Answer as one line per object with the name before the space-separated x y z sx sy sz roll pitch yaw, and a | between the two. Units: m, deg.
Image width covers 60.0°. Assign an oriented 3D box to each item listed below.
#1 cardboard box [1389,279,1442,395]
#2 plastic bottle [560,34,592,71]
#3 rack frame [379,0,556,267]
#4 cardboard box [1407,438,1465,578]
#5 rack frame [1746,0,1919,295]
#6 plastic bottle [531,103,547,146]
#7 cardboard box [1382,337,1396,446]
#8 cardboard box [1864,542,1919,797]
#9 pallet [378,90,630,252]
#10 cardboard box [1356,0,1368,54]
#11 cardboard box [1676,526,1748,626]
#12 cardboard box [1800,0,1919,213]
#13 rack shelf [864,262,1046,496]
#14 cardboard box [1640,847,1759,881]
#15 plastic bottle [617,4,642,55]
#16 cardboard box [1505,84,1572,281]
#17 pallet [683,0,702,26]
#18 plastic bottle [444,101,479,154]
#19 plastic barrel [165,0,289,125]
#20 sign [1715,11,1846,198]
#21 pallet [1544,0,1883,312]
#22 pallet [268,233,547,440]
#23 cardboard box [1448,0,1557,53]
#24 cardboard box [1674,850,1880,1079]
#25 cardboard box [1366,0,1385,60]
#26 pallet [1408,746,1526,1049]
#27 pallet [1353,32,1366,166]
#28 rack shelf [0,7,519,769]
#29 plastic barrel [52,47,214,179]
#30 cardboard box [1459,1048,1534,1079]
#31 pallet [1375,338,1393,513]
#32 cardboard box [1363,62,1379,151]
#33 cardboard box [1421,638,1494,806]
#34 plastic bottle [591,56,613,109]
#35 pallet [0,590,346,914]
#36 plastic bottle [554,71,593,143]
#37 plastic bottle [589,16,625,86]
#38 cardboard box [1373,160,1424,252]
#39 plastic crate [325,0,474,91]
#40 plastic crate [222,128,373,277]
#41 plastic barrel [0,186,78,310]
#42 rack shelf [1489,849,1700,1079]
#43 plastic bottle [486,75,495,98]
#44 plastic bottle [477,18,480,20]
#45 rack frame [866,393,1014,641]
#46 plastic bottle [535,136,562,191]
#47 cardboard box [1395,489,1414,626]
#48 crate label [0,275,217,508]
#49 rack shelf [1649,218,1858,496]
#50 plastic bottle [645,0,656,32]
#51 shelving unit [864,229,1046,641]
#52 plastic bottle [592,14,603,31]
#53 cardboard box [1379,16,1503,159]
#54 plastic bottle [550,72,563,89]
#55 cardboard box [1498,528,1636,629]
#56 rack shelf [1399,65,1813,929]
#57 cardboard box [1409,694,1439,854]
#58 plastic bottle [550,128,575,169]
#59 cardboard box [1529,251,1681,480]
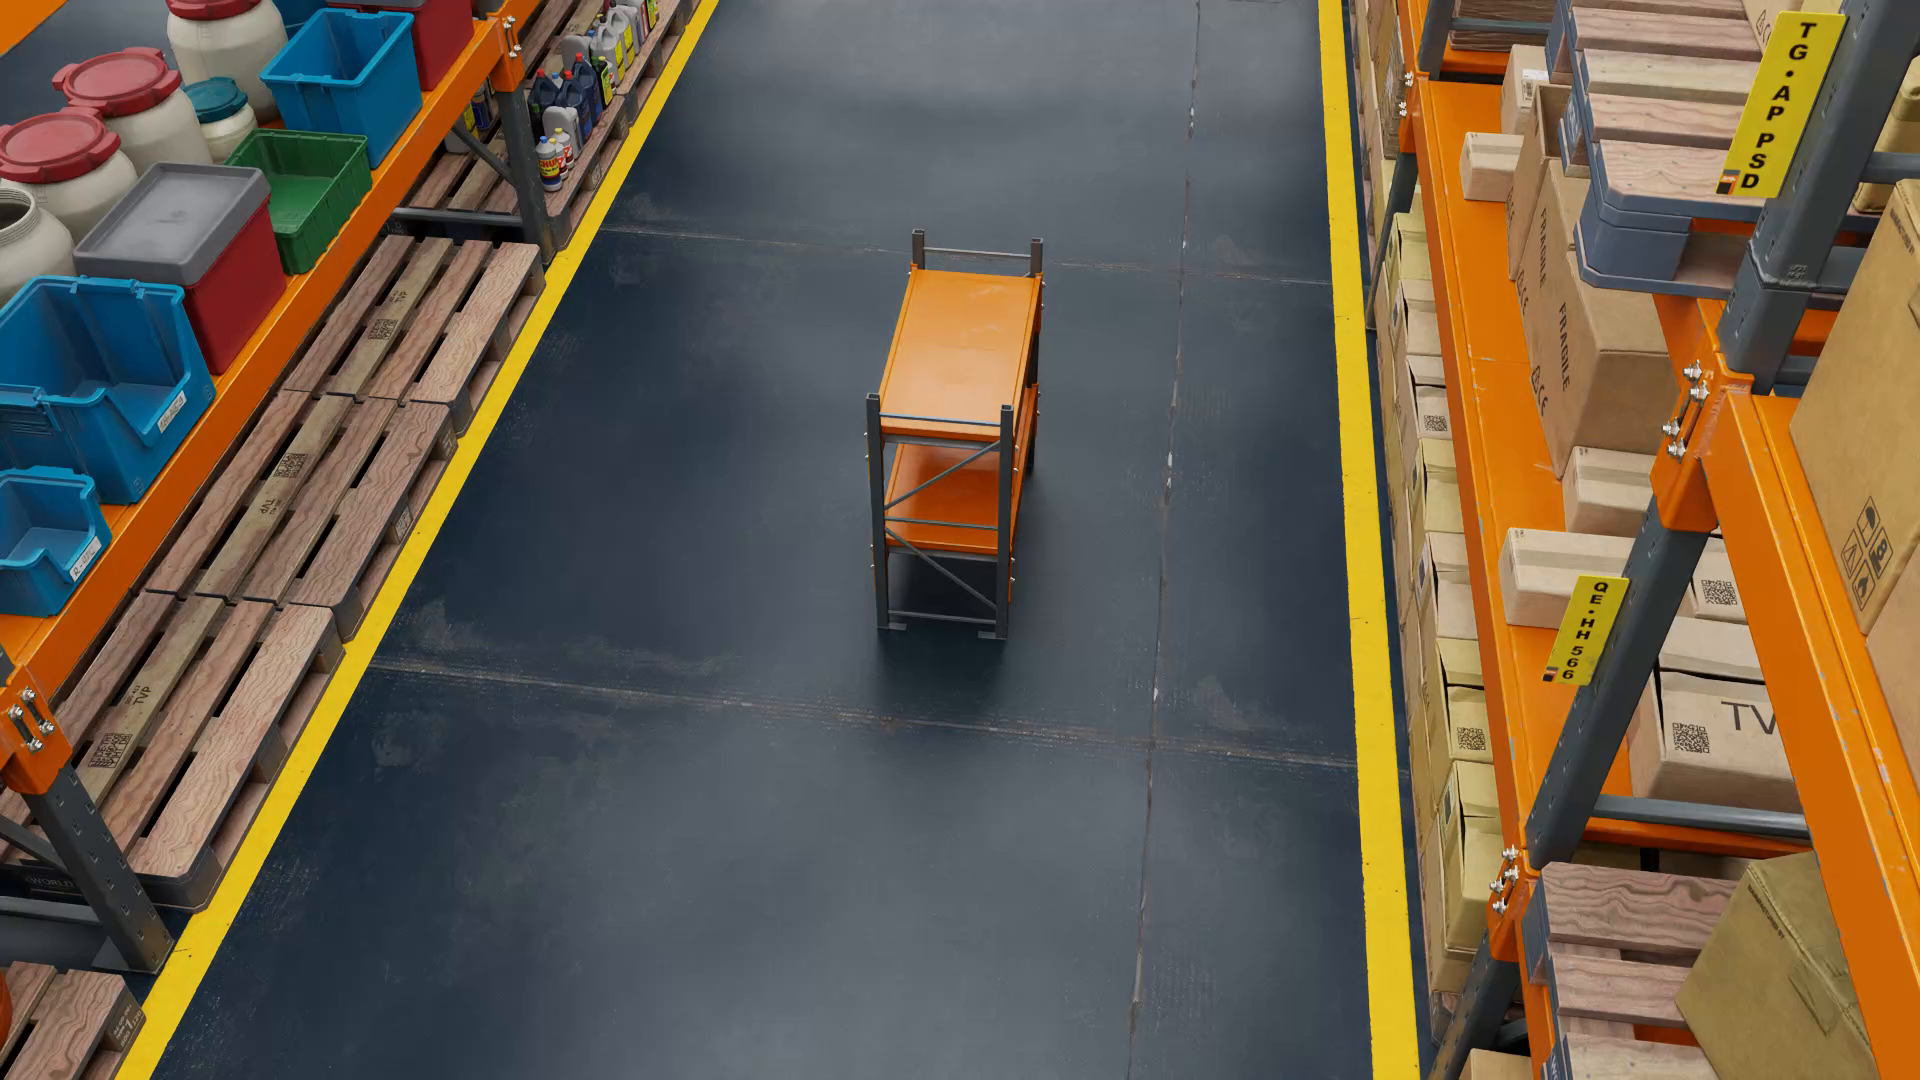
cardboard box | 2.028 -0.821 6.722 0.500 0.311 0.500 5 44 5
plastic bottle | -2.059 -2.614 8.990 0.152 0.276 0.135 5 44 6
rack frame | -2.508 -2.516 7.226 1.000 3.000 0.127 5 44 6
cardboard box | 1.898 -0.114 5.976 0.500 0.311 0.500 6 44 7
rack frame | 1.872 -1.516 1.806 1.000 3.000 0.127 5 44 6
plastic bottle | -2.122 -2.099 8.441 0.061 0.283 0.133 5 44 6
cardboard box | 2.033 -0.617 6.914 0.500 0.250 0.500 6 44 7
cardboard box | 1.781 0.185 2.118 0.910 0.500 0.500 5 44 6
pallet | -2.378 -1.958 8.664 1.003 0.211 1.213 5 44 6
cardboard box | 2.510 -2.916 9.343 0.500 0.250 0.500 5 44 6
cardboard box | 2.183 0.103 4.524 0.500 0.311 0.500 5 44 5
cardboard box | 1.877 -0.839 3.076 0.500 0.250 0.500 2 43 2
rack shelf | -0.001 -0.616 6.157 0.538 0.278 1.000 5 44 6
cardboard box | 2.233 0.975 4.825 0.500 0.311 0.500 7 44 7
plastic bottle | -1.866 -2.858 9.247 0.152 0.276 0.135 4 44 4
cardboard box | 2.214 -1.219 5.783 0.500 0.500 0.500 8 44 9
pallet | -2.055 -3.620 10.420 1.003 0.211 1.213 5 44 6
plastic bottle | -2.566 -2.166 8.463 0.144 0.351 0.185 5 44 6
plastic barrel | -2.852 -1.933 6.511 0.433 0.535 0.433 0 43 0
sign | 1.323 -0.699 2.691 0.100 0.325 0.005 5 44 6
pallet | 1.874 -0.829 3.399 1.213 0.211 1.003 7 44 7
pallet | -2.574 -0.965 7.616 1.003 0.211 1.213 5 44 6
cardboard box | 2.454 -2.403 7.033 0.700 0.500 0.500 4 44 4
cardboard box | 1.901 0.913 3.226 0.700 0.500 0.500 -8 44 -9
cardboard box | 2.438 -2.849 8.726 0.500 0.500 0.500 5 44 6
pallet | 2.020 1.118 5.416 1.003 0.211 1.213 5 44 6
pallet | 2.707 -2.423 9.155 1.003 0.211 1.213 5 44 6
rack shelf | -2.773 -0.892 6.034 1.077 0.370 4.000 5 44 6
plastic barrel | -2.949 -1.433 5.983 0.433 0.535 0.433 0 43 0
cardboard box | 1.529 1.695 4.276 0.500 0.500 0.500 7 44 7
pallet | 2.342 -0.545 7.172 1.003 0.211 1.213 5 44 6
cardboard box | 2.373 -2.235 8.623 0.500 0.250 0.500 5 44 6
cardboard box | 1.760 0.571 5.252 0.500 0.311 0.500 5 44 5
plastic bottle | -1.902 -2.439 8.800 0.061 0.283 0.133 7 44 7
pallet | -2.896 0.698 5.859 1.003 0.211 1.213 5 44 6
plastic bottle | -1.990 -2.226 8.526 0.144 0.351 0.185 6 44 7
plastic bottle | -1.909 -2.645 8.968 0.144 0.351 0.185 5 44 5
cardboard box | 2.246 -1.553 7.903 0.500 0.250 0.500 5 44 6
plastic crate | -2.269 -2.182 6.826 0.402 0.464 0.583 5 44 6
plastic crate | -2.459 -1.227 6.018 0.450 0.188 0.662 5 44 6
plastic barrel | -3.057 -0.838 5.372 0.421 0.512 0.421 0 43 0
rack shelf | 1.608 2.287 2.676 1.077 0.370 4.000 5 44 6
plastic bottle | -2.536 -2.514 8.879 0.061 0.283 0.133 5 44 6
plastic bottle | -2.613 -2.764 9.152 0.097 0.271 0.097 0 43 0
rack frame | -0.068 -0.057 5.992 0.500 1.125 0.032 5 44 6
plastic bottle | -2.032 -1.863 8.200 0.097 0.271 0.097 0 43 0
cardboard box | 1.899 0.083 6.175 0.500 0.250 0.500 6 44 6
crate label | -2.638 -0.455 5.024 0.502 0.435 0.616 5 44 6
rack shelf | 2.137 -1.528 4.524 1.077 0.370 4.000 5 44 6
plastic bottle | -1.785 -3.043 9.438 0.061 0.283 0.133 6 44 7
shelving unit | -0.001 -0.404 6.358 0.538 1.125 1.048 5 44 6
plastic bottle | -1.993 -2.829 9.272 0.097 0.201 0.097 0 43 0
cardboard box | 2.324 -2.165 8.004 0.500 0.500 0.500 5 44 6
plastic bottle | -2.091 -2.307 8.670 0.097 0.271 0.097 0 43 0
cardboard box | 1.717 0.116 4.629 0.380 0.149 0.250 5 44 6
rack shelf | 2.137 -0.439 5.555 1.077 0.370 4.000 5 44 6
cardboard box | 1.765 0.776 5.443 0.500 0.250 0.500 5 44 5
plastic bottle | -2.005 -1.976 8.370 0.097 0.201 0.097 0 43 0
cardboard box | 2.078 -0.519 5.043 0.500 0.500 0.500 3 44 3
